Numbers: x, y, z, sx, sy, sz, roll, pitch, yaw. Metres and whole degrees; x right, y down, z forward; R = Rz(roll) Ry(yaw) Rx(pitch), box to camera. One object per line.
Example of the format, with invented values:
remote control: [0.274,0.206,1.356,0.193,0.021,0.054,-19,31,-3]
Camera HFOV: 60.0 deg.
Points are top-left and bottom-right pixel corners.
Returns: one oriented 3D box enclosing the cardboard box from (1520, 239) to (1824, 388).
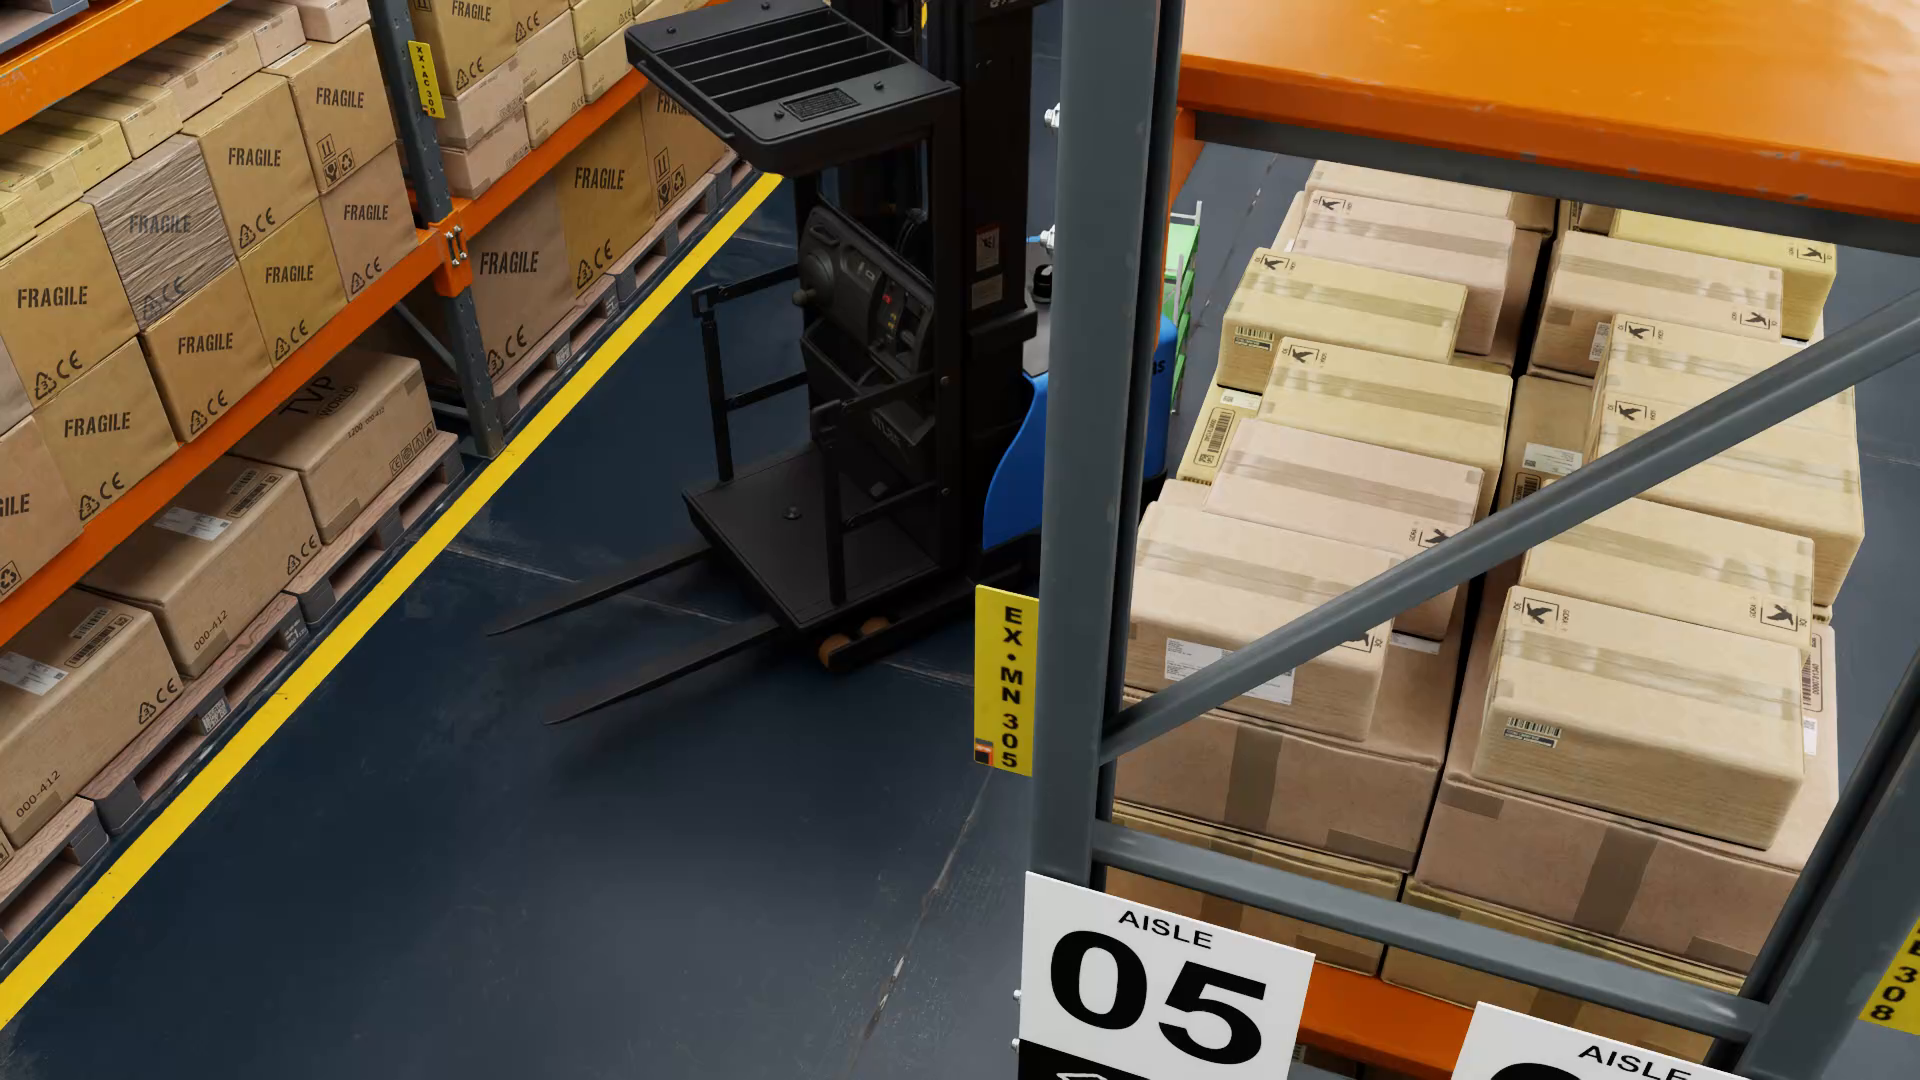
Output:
cardboard box: [1.338,-0.304,3.168,0.500,0.250,0.500,14,42,16]

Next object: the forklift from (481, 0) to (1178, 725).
forklift: [-0.554,-0.946,6.555,3.031,2.935,1.130,-23,46,-25]

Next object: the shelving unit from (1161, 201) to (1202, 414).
shelving unit: [0.936,-0.972,7.919,0.258,1.200,0.503,10,42,12]

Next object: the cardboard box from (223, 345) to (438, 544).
cardboard box: [-3.052,-0.498,7.627,0.875,0.438,0.875,13,42,14]

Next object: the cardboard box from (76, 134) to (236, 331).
cardboard box: [-2.985,-1.121,5.859,0.500,0.500,0.500,14,42,16]

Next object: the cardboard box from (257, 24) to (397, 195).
cardboard box: [-2.638,-1.741,6.586,0.500,0.500,0.500,13,42,15]

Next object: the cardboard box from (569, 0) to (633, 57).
cardboard box: [-1.972,-2.637,8.214,0.500,0.250,0.500,14,42,16]

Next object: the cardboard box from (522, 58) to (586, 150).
cardboard box: [-2.162,-2.141,8.017,0.500,0.250,0.500,12,42,14]

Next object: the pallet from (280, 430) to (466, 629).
pallet: [-3.070,-0.165,7.734,1.003,0.211,1.213,13,42,15]

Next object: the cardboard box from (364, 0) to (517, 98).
cardboard box: [-2.316,-2.295,7.235,0.500,0.500,0.500,14,42,16]

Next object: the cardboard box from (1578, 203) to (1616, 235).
cardboard box: [1.465,-0.709,3.336,0.380,0.149,0.250,15,43,17]

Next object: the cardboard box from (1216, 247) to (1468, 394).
cardboard box: [0.671,-0.360,2.926,0.380,0.149,0.250,14,42,16]

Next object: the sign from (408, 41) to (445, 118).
sign: [-2.215,-1.909,6.902,0.100,0.325,0.005,13,42,15]

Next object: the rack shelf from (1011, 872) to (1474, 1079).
rack shelf: [1.266,-0.283,3.967,1.077,0.370,4.000,13,42,15]

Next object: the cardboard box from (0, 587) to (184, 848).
cardboard box: [-3.668,0.598,6.342,0.875,0.438,0.875,14,43,16]

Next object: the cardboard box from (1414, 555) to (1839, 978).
cardboard box: [0.980,0.314,2.443,0.500,0.250,0.500,14,42,16]

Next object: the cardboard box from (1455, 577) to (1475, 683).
cardboard box: [1.160,0.183,2.982,0.500,0.250,0.500,15,43,16]

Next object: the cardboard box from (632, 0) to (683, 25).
cardboard box: [-1.793,-2.753,8.734,0.500,0.250,0.500,13,42,14]

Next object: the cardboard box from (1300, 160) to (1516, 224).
cardboard box: [0.887,-0.663,3.282,0.380,0.149,0.250,14,42,16]

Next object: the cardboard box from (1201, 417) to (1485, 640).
cardboard box: [0.576,-0.023,2.531,0.380,0.149,0.250,14,42,16]

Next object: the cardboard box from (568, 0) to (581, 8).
cardboard box: [-1.994,-2.917,7.964,0.500,0.500,0.500,12,42,14]

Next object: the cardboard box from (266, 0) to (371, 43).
cardboard box: [-2.543,-2.079,6.482,0.380,0.149,0.250,12,42,14]

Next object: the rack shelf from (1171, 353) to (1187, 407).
rack shelf: [0.936,-0.741,8.116,0.258,0.148,0.480,10,42,12]

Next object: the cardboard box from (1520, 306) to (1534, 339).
cardboard box: [1.510,-0.446,3.720,0.500,0.250,0.500,13,42,15]

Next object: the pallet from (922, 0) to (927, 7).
pallet: [-0.681,-4.269,12.544,1.003,0.211,1.213,13,42,15]

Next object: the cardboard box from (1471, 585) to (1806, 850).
cardboard box: [0.907,0.232,2.233,0.380,0.149,0.250,13,42,15]

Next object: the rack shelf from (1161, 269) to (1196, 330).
rack shelf: [0.936,-1.106,7.804,0.258,0.148,0.480,10,42,12]

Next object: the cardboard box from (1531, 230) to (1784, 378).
cardboard box: [1.245,-0.398,2.971,0.380,0.149,0.250,14,43,16]

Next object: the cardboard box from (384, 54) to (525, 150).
cardboard box: [-2.321,-2.011,7.480,0.500,0.250,0.500,12,42,14]

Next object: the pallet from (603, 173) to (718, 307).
pallet: [-2.128,-1.845,9.704,1.003,0.211,1.213,13,42,15]

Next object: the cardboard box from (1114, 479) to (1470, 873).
cardboard box: [0.500,0.193,2.586,0.500,0.250,0.500,12,42,14]

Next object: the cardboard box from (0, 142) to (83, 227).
cardboard box: [-3.109,-1.160,5.405,0.380,0.149,0.250,13,42,15]

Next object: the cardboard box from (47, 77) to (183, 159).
cardboard box: [-2.951,-1.473,5.772,0.380,0.149,0.250,13,42,15]

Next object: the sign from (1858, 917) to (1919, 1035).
sign: [1.092,0.451,1.879,0.100,0.325,0.005,13,42,15]

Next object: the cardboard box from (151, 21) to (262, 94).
cardboard box: [-2.829,-1.792,6.146,0.380,0.149,0.250,13,42,15]

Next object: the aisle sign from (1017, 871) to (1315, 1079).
aisle sign: [0.275,0.794,2.459,0.394,0.787,0.004,13,42,15]

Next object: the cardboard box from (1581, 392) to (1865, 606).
cardboard box: [1.172,-0.069,2.586,0.380,0.149,0.250,13,42,15]

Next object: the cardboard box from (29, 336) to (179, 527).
cardboard box: [-3.177,-0.430,5.819,0.500,0.500,0.500,15,43,17]

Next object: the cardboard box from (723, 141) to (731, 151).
cardboard box: [-1.683,-3.060,10.293,0.875,0.875,0.875,13,42,15]

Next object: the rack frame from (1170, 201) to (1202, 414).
rack frame: [1.001,-1.125,8.098,0.240,1.200,0.015,10,42,12]

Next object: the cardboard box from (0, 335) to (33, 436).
cardboard box: [-3.334,-0.513,5.146,0.500,0.500,0.500,13,42,15]

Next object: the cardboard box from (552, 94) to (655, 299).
cardboard box: [-2.298,-1.972,9.017,0.875,0.875,0.875,14,43,16]

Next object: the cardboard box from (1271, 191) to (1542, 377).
cardboard box: [0.852,-0.431,3.317,0.500,0.250,0.500,14,42,16]

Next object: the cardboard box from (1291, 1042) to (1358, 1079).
cardboard box: [0.505,0.939,3.216,0.500,0.500,0.500,12,42,14]

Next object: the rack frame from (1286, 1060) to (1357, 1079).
rack frame: [0.582,1.805,3.277,1.000,3.000,0.127,13,42,15]

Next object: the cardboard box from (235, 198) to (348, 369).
cardboard box: [-2.826,-1.055,6.553,0.500,0.500,0.500,12,42,14]

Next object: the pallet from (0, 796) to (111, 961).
pallet: [-3.904,1.323,5.990,1.003,0.211,1.213,13,42,15]

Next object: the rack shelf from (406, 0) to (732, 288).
rack shelf: [-2.053,-2.618,9.016,1.077,0.370,4.000,13,42,15]
